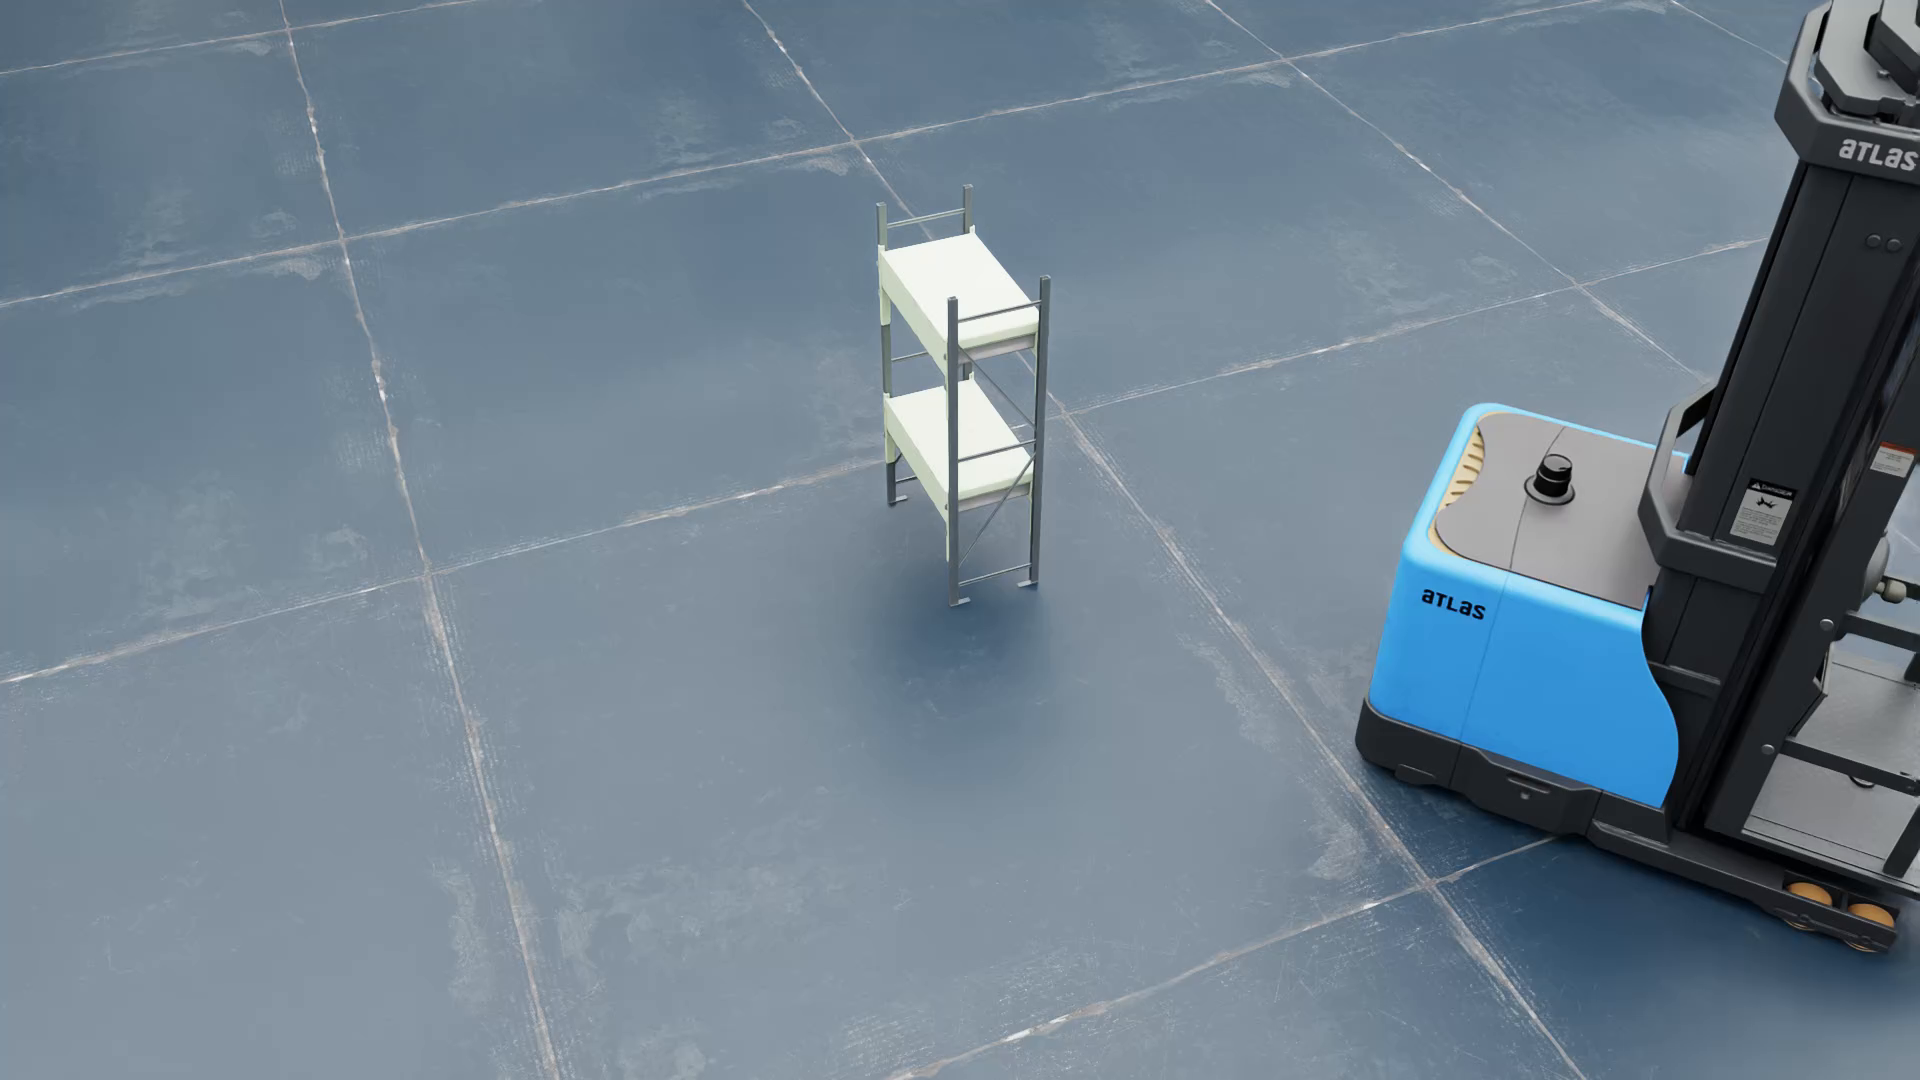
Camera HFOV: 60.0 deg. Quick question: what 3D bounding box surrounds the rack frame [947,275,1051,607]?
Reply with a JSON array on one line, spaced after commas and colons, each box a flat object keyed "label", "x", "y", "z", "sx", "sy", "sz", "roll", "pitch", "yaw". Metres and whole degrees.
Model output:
[{"label": "rack frame", "x": 0.143, "y": -0.344, "z": 6.500, "sx": 0.400, "sy": 1.500, "sz": 0.023, "roll": -15, "pitch": 43, "yaw": -17}]

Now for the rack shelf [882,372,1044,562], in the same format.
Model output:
[{"label": "rack shelf", "x": 0.003, "y": -0.317, "z": 6.969, "sx": 0.431, "sy": 0.370, "sz": 0.720, "roll": -15, "pitch": 43, "yaw": -17}]

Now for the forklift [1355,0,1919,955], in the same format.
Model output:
[{"label": "forklift", "x": 3.036, "y": -0.117, "z": 5.138, "sx": 3.031, "sy": 2.935, "sz": 1.130, "roll": 18, "pitch": 44, "yaw": 20}]

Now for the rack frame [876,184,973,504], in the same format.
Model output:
[{"label": "rack frame", "x": -0.137, "y": -0.785, "z": 7.013, "sx": 0.400, "sy": 1.500, "sz": 0.023, "roll": -15, "pitch": 43, "yaw": -17}]

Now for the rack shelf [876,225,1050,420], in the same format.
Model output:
[{"label": "rack shelf", "x": 0.003, "y": -0.861, "z": 6.502, "sx": 0.431, "sy": 0.370, "sz": 0.720, "roll": -15, "pitch": 43, "yaw": -17}]

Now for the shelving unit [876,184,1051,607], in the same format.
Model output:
[{"label": "shelving unit", "x": 0.003, "y": -0.565, "z": 6.756, "sx": 0.431, "sy": 1.500, "sz": 0.755, "roll": -15, "pitch": 43, "yaw": -17}]
